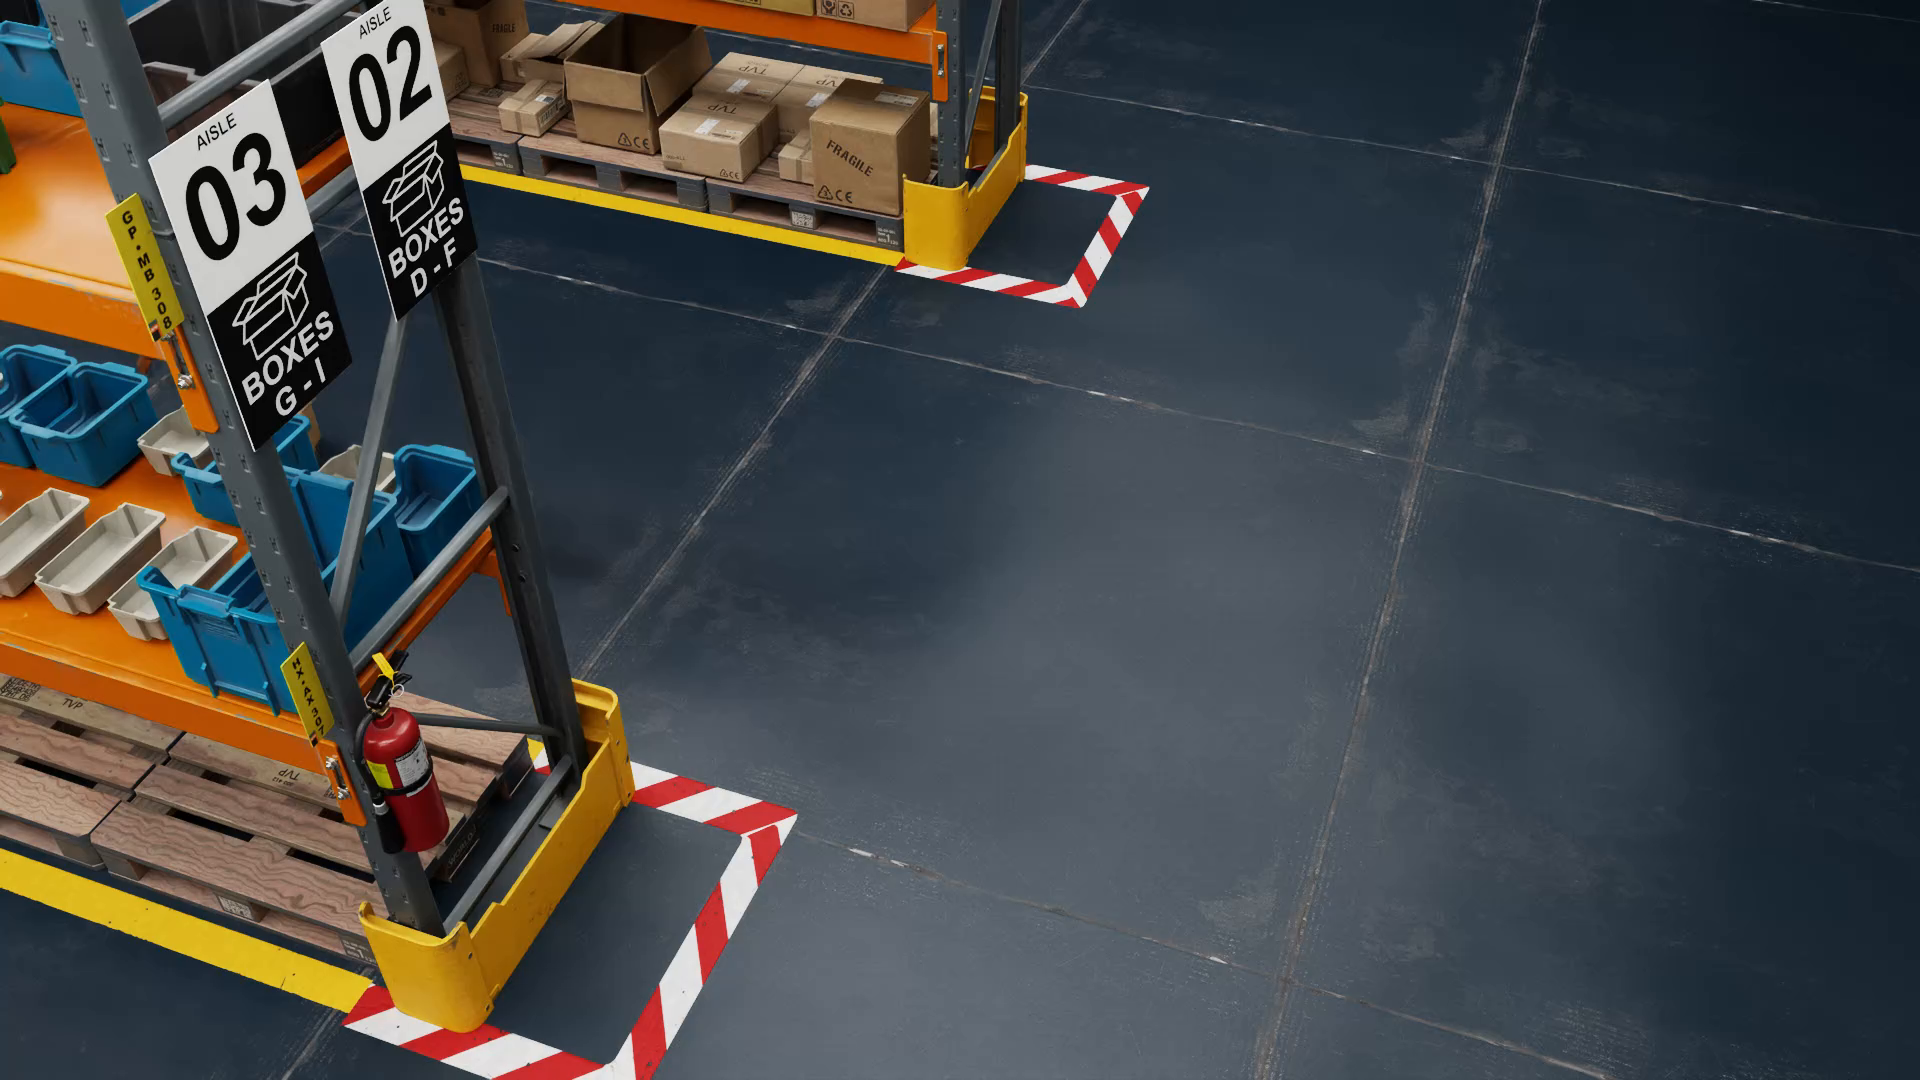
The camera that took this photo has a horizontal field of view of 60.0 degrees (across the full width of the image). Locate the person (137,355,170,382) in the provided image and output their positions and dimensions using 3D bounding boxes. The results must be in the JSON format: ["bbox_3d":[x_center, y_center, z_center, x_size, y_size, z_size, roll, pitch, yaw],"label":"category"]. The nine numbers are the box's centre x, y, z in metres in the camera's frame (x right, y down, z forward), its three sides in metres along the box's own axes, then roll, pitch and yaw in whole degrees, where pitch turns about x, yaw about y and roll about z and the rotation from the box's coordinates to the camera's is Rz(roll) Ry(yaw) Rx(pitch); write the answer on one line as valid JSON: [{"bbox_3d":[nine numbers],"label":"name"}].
[{"bbox_3d":[-3.300,-0.856,7.143,0.654,1.716,0.496,9,43,10],"label":"person"}]
